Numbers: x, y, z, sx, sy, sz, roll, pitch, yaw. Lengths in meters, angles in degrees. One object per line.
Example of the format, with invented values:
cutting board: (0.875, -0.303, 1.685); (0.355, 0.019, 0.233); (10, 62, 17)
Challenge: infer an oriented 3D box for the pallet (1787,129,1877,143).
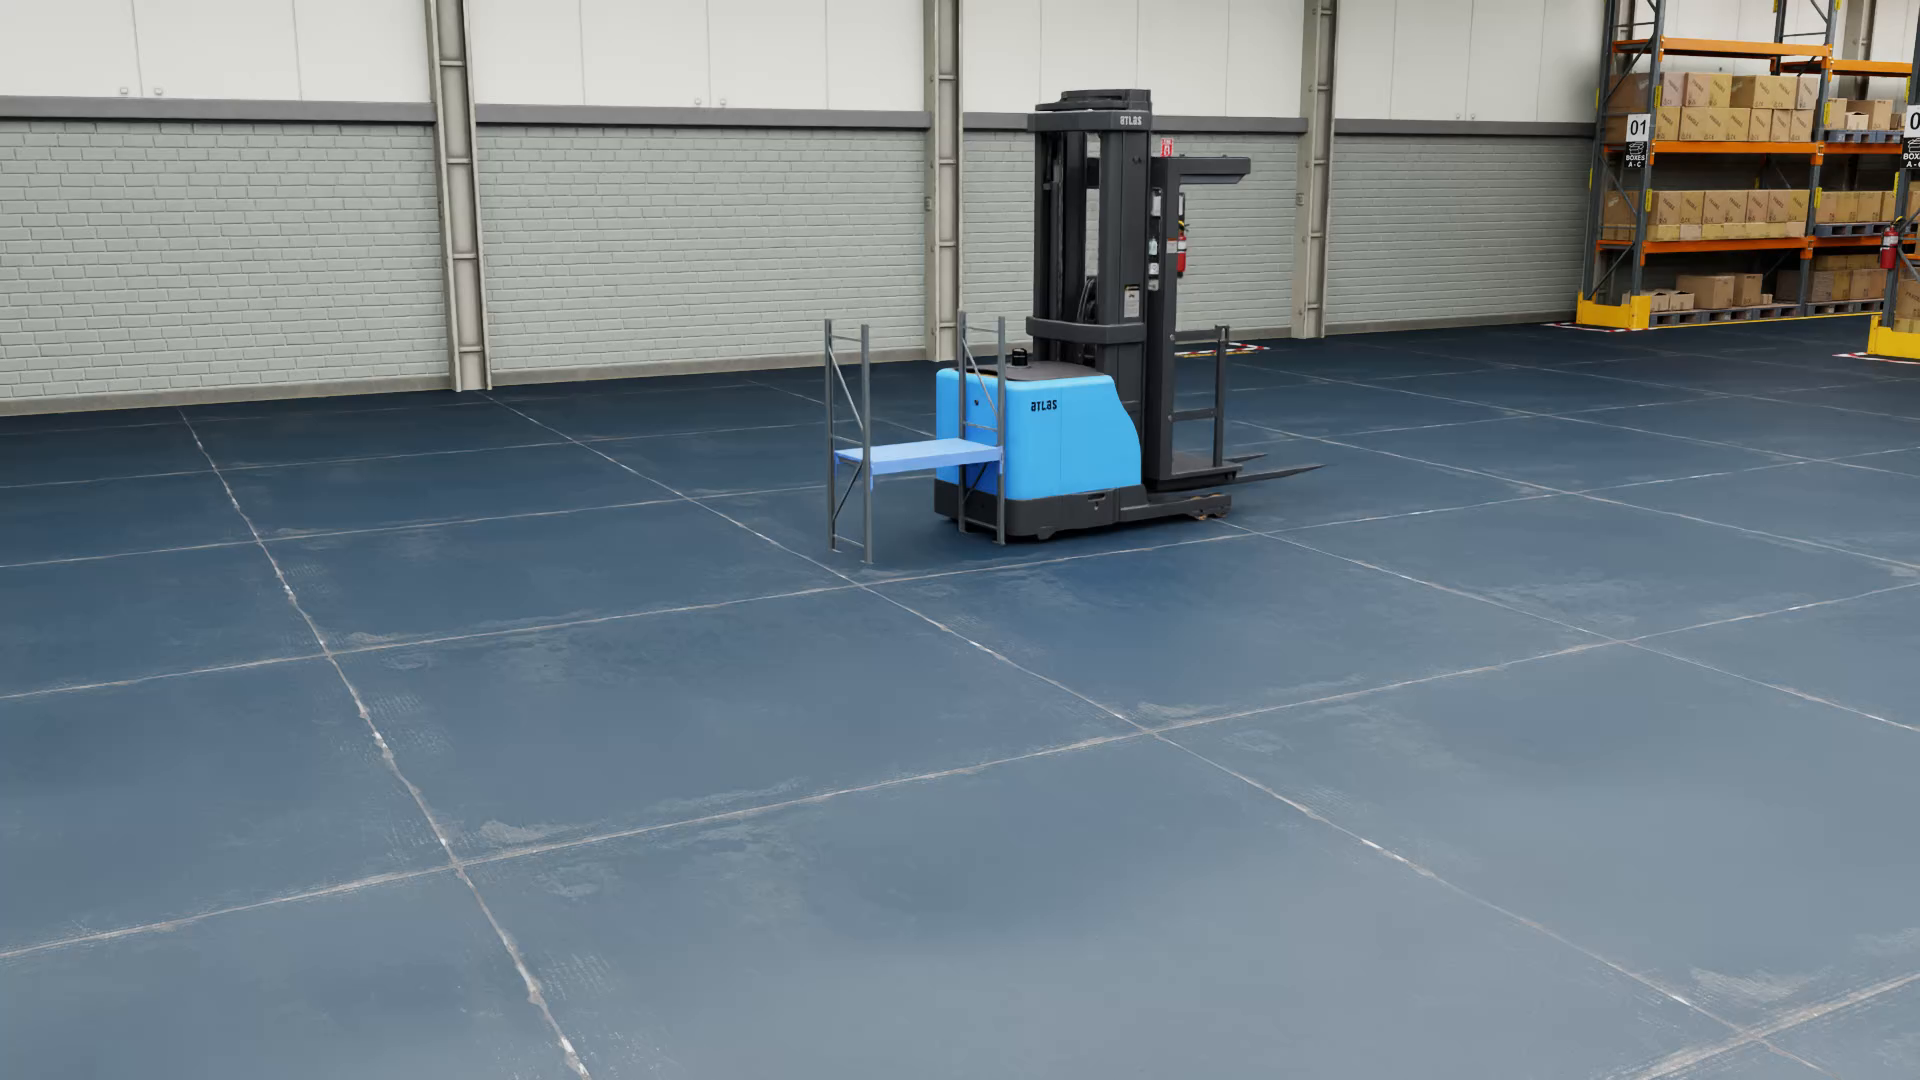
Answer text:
pallet: (14.228, -6.646, 27.404); (1.003, 0.211, 1.213); (-7, 14, -28)

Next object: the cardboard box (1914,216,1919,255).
cardboard box: (12.917, -3.950, 21.601); (0.500, 0.500, 0.700); (-7, 14, -28)

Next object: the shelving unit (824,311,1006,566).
shelving unit: (-0.281, -0.681, 10.720); (1.048, 1.500, 0.538); (-8, 15, -33)

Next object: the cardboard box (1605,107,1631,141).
cardboard box: (10.369, -6.423, 25.714); (0.500, 0.500, 0.500); (-6, 14, -24)

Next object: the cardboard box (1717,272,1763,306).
cardboard box: (12.744, -4.108, 27.222); (0.500, 0.500, 0.500); (-8, 15, -32)

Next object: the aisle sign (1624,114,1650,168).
aisle sign: (10.205, -6.012, 25.069); (0.004, 0.787, 0.394); (-7, 14, -28)

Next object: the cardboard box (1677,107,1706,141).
cardboard box: (11.026, -6.367, 25.465); (0.500, 0.500, 0.500); (-6, 14, -24)

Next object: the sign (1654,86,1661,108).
sign: (10.385, -6.594, 24.755); (0.005, 0.325, 0.100); (-7, 14, -28)

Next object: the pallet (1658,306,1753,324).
pallet: (11.991, -3.663, 26.903); (1.213, 0.211, 1.003); (-7, 14, -28)

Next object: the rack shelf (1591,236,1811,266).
rack shelf: (11.880, -4.668, 26.659); (4.000, 0.370, 1.077); (-7, 14, -28)

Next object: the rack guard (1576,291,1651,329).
rack guard: (10.191, -3.597, 25.955); (0.348, 0.500, 1.175); (-7, 14, -28)

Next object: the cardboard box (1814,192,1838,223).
cardboard box: (14.099, -5.540, 27.664); (0.500, 0.500, 0.700); (-7, 14, -28)

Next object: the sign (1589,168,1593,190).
sign: (9.876, -5.637, 25.968); (0.005, 0.325, 0.100); (-7, 14, -28)

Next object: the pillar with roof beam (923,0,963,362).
pillar with roof beam: (1.854, -5.884, 16.758); (0.400, 9.000, 9.100); (-7, 14, -28)

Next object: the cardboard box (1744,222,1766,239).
cardboard box: (12.490, -4.951, 26.574); (0.500, 0.250, 0.500); (-7, 14, -28)

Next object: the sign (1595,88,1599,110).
sign: (9.876, -6.813, 25.703); (0.005, 0.325, 0.100); (-7, 14, -28)

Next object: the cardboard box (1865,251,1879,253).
cardboard box: (16.009, -4.878, 28.935); (0.500, 0.250, 0.500); (-7, 14, -27)

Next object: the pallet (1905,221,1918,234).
pallet: (16.572, -5.461, 28.981); (1.003, 0.211, 1.213); (-7, 14, -28)

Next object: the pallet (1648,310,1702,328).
pallet: (10.921, -3.535, 26.336); (1.213, 0.211, 1.003); (-7, 14, -28)

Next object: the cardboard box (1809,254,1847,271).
cardboard box: (14.658, -4.718, 28.226); (0.500, 0.250, 0.500); (-7, 15, -29)

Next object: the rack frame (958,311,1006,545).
rack frame: (0.141, -0.743, 10.996); (0.032, 1.500, 0.500); (-8, 15, -33)

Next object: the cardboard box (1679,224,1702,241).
cardboard box: (11.154, -4.793, 25.871); (0.500, 0.250, 0.500); (-7, 15, -30)

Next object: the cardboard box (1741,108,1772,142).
cardboard box: (12.392, -6.534, 26.208); (0.500, 0.500, 0.500); (-7, 15, -30)

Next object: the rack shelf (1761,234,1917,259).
rack shelf: (15.391, -5.089, 28.529); (4.000, 0.370, 1.077); (-7, 14, -28)

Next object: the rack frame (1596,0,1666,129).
rack frame: (10.125, -7.736, 24.986); (0.127, 3.000, 1.000); (-7, 14, -28)

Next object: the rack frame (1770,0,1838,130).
rack frame: (13.635, -8.156, 26.856); (0.127, 3.000, 1.000); (-7, 14, -28)

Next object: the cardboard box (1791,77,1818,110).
cardboard box: (13.326, -7.134, 26.596); (0.500, 0.500, 0.500); (-8, 15, -33)

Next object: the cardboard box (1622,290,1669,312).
cardboard box: (10.775, -3.767, 26.138); (0.500, 0.311, 0.500); (-9, 15, -34)

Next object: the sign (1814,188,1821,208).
sign: (13.902, -5.548, 26.959); (0.005, 0.325, 0.100); (-7, 14, -28)

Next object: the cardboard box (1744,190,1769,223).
cardboard box: (12.486, -5.318, 26.497); (0.500, 0.500, 0.500); (-7, 15, -29)

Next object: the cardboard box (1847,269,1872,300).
cardboard box: (15.170, -4.415, 28.588); (0.500, 0.500, 0.700); (-7, 14, -27)

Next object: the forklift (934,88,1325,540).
forklift: (1.330, -1.656, 11.793); (3.031, 2.935, 1.130); (-8, 15, -33)

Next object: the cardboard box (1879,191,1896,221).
cardboard box: (15.656, -5.727, 28.496); (0.500, 0.500, 0.700); (-7, 14, -28)

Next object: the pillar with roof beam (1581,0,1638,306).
pillar with roof beam: (12.387, -7.146, 22.368); (0.400, 9.000, 9.100); (-7, 14, -28)

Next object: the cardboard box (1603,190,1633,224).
cardboard box: (10.436, -5.202, 25.979); (0.500, 0.500, 0.500); (-7, 14, -28)

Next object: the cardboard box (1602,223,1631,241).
cardboard box: (10.442, -4.832, 26.044); (0.500, 0.250, 0.500); (-7, 14, -27)

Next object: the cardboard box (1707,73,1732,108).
cardboard box: (11.488, -6.911, 25.605); (0.500, 0.500, 0.500); (-6, 14, -26)

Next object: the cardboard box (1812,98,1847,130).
cardboard box: (14.154, -6.989, 27.316); (0.500, 0.500, 0.500); (-5, 13, -20)

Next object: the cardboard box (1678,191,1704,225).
cardboard box: (11.126, -5.154, 25.765); (0.500, 0.500, 0.500); (-7, 14, -28)

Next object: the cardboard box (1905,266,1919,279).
cardboard box: (16.539, -4.560, 29.230); (0.500, 0.500, 0.700); (-7, 14, -27)
